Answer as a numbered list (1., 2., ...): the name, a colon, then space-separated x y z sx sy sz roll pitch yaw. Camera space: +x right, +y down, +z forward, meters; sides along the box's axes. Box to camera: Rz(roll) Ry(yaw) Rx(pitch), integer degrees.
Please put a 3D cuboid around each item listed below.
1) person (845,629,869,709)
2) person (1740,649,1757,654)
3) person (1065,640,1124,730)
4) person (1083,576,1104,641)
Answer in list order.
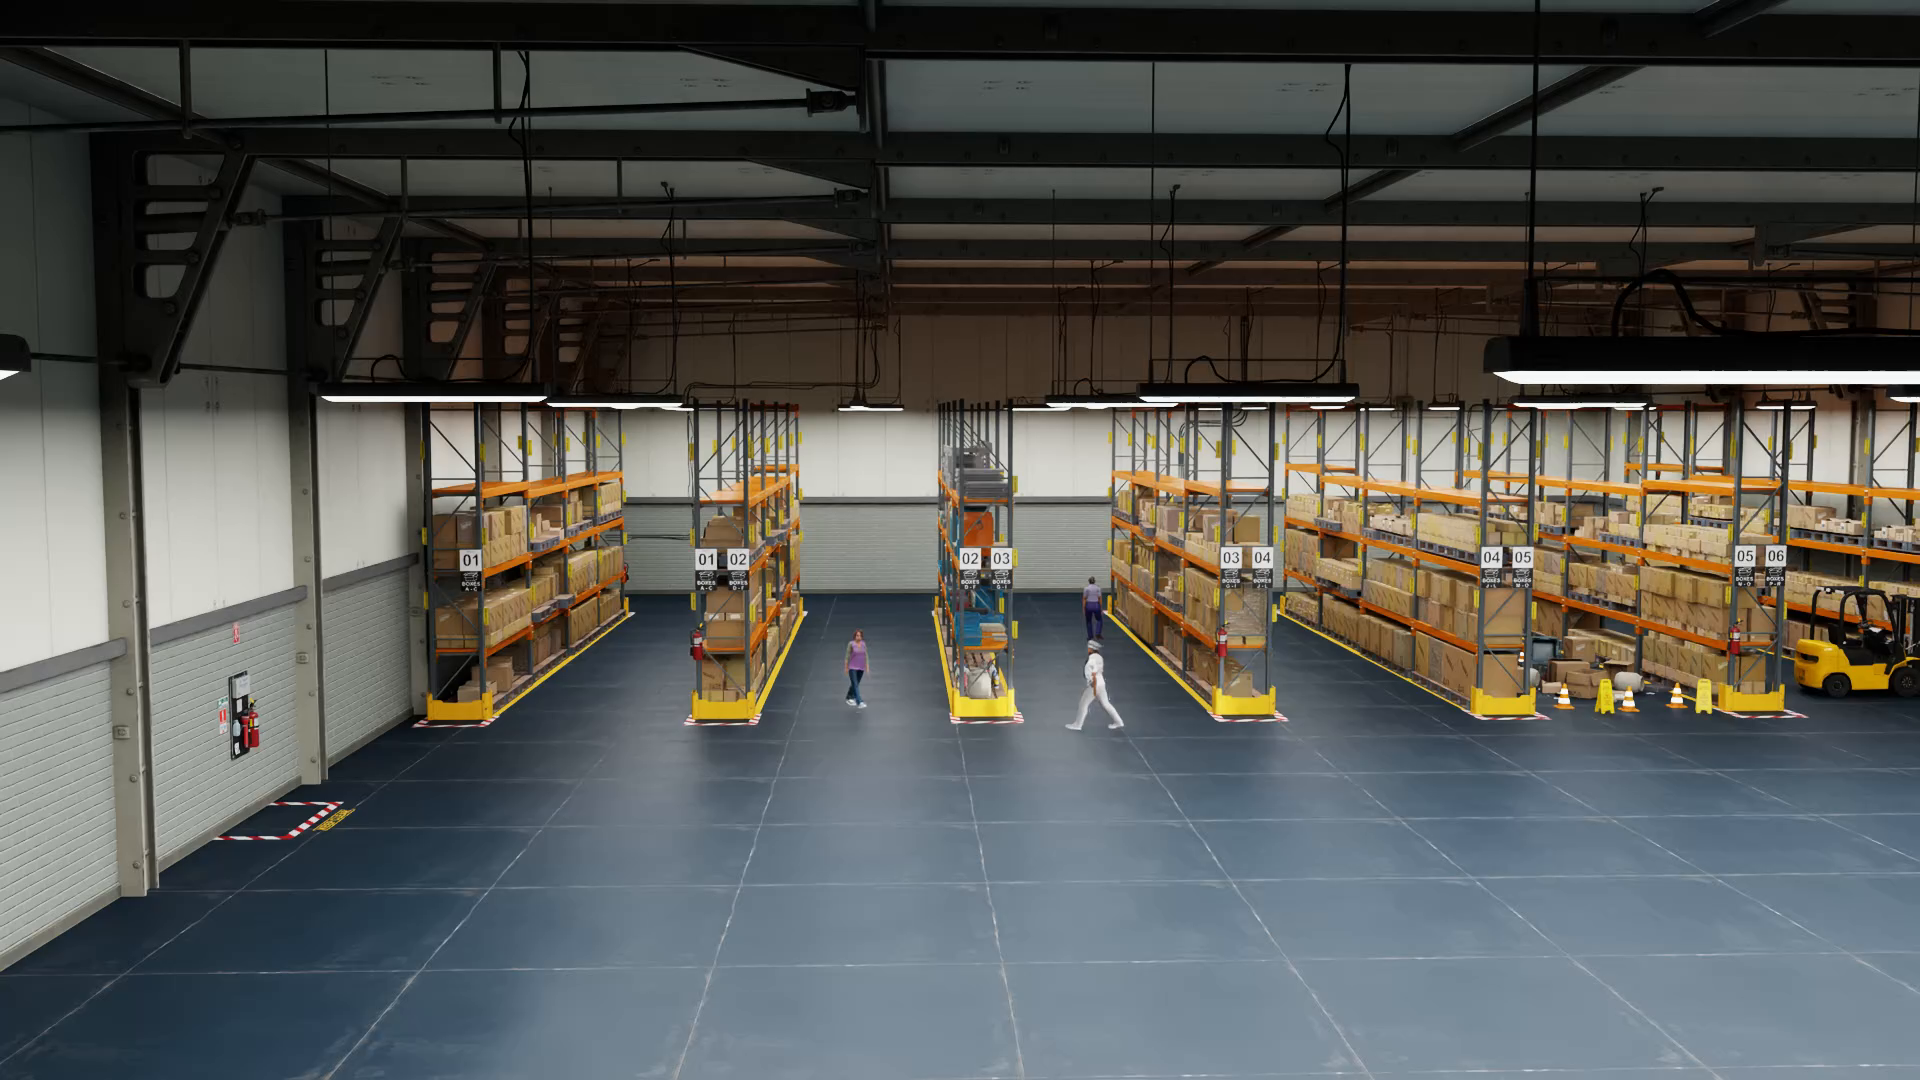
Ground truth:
1. person: -1.973 2.489 32.161 0.429 1.533 1.020 -3 5 -36
2. person: 17.103 2.122 36.038 0.519 1.828 0.563 -1 4 -7
3. person: 2.429 2.625 29.973 1.041 1.620 0.460 1 5 16
4. person: 3.349 1.746 41.813 0.536 1.623 0.506 0 4 -2
